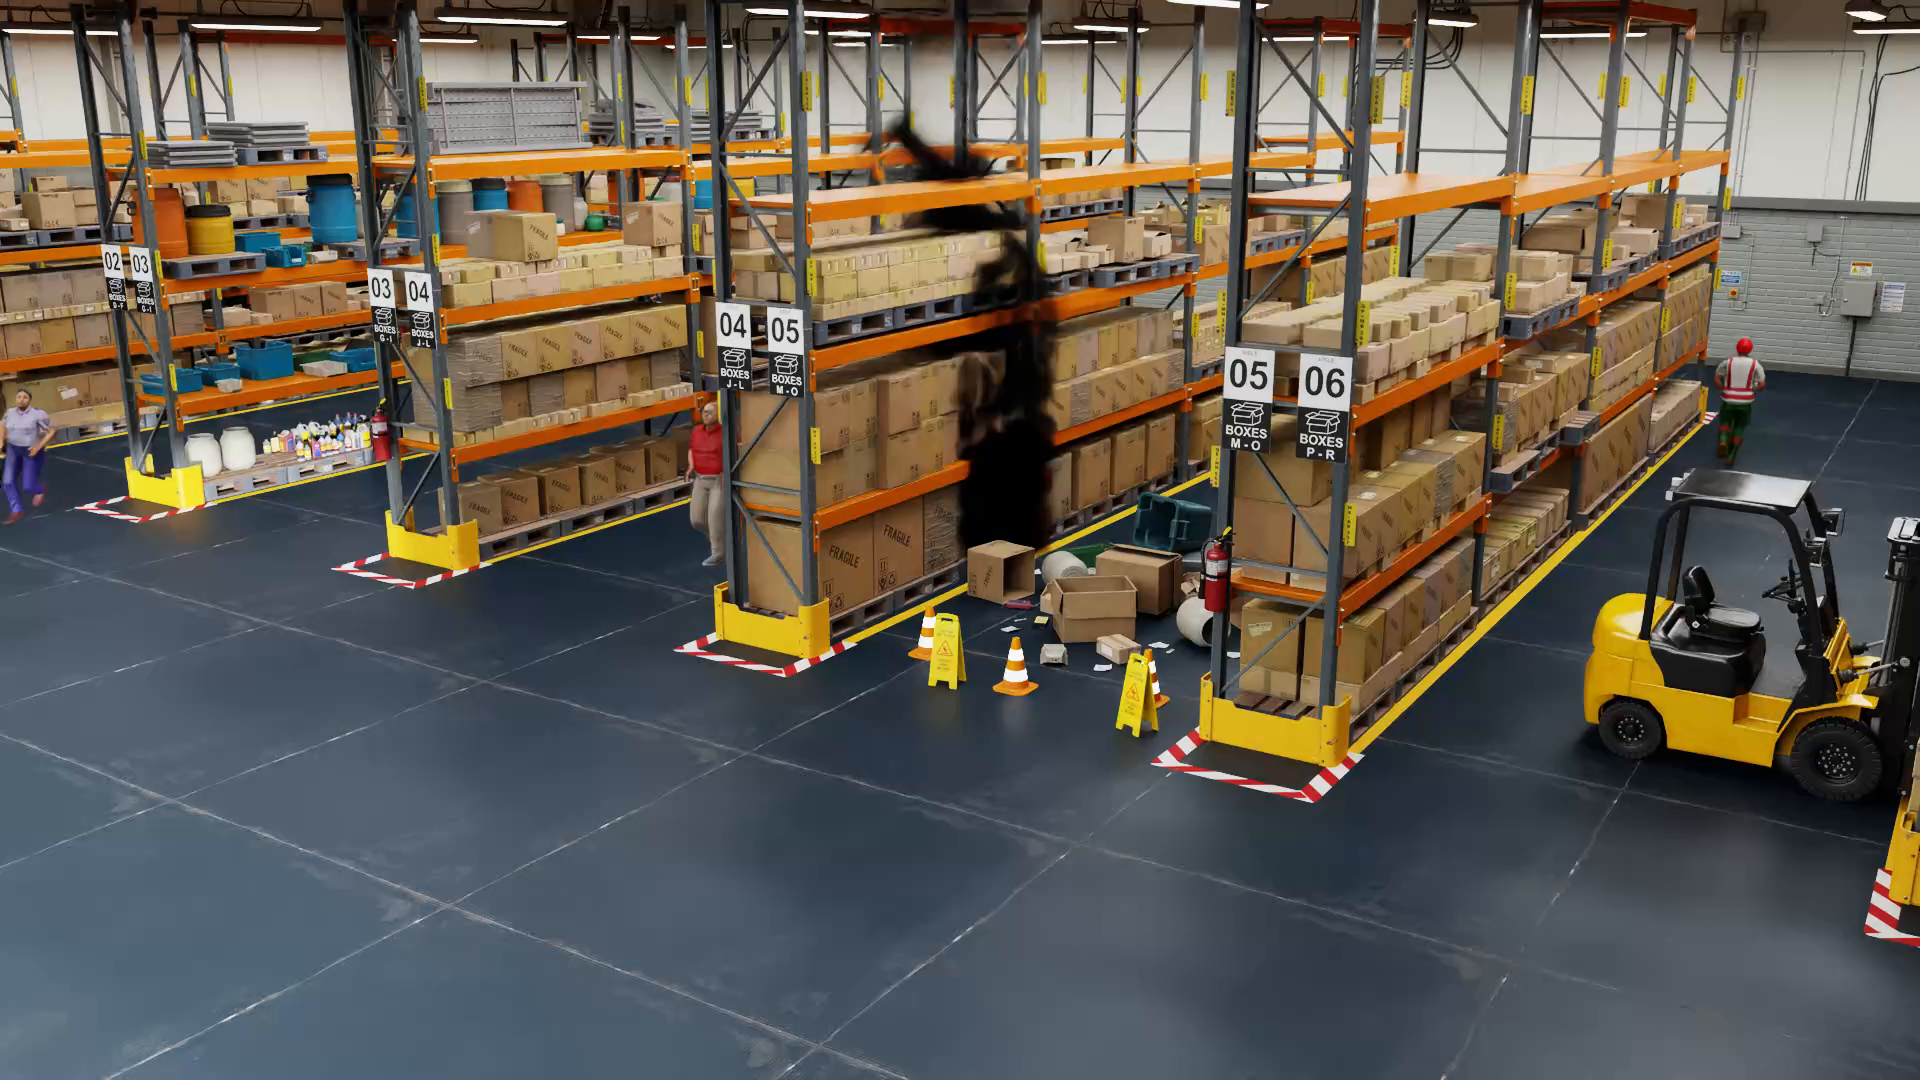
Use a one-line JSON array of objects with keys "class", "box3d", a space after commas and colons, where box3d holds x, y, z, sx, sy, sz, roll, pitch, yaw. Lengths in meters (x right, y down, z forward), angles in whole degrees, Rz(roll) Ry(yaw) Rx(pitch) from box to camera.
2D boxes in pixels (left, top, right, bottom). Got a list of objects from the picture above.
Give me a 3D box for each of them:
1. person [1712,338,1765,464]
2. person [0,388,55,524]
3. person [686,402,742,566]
[{"class": "person", "box3d": [10.689, -1.923, 22.875, 0.650, 1.739, 0.605, 9, 18, 28]}, {"class": "person", "box3d": [-11.233, -1.042, 20.068, 0.652, 1.613, 0.648, 0, 16, -2]}, {"class": "person", "box3d": [-2.522, -0.575, 17.094, 0.649, 1.714, 0.544, 6, 17, 20]}]
